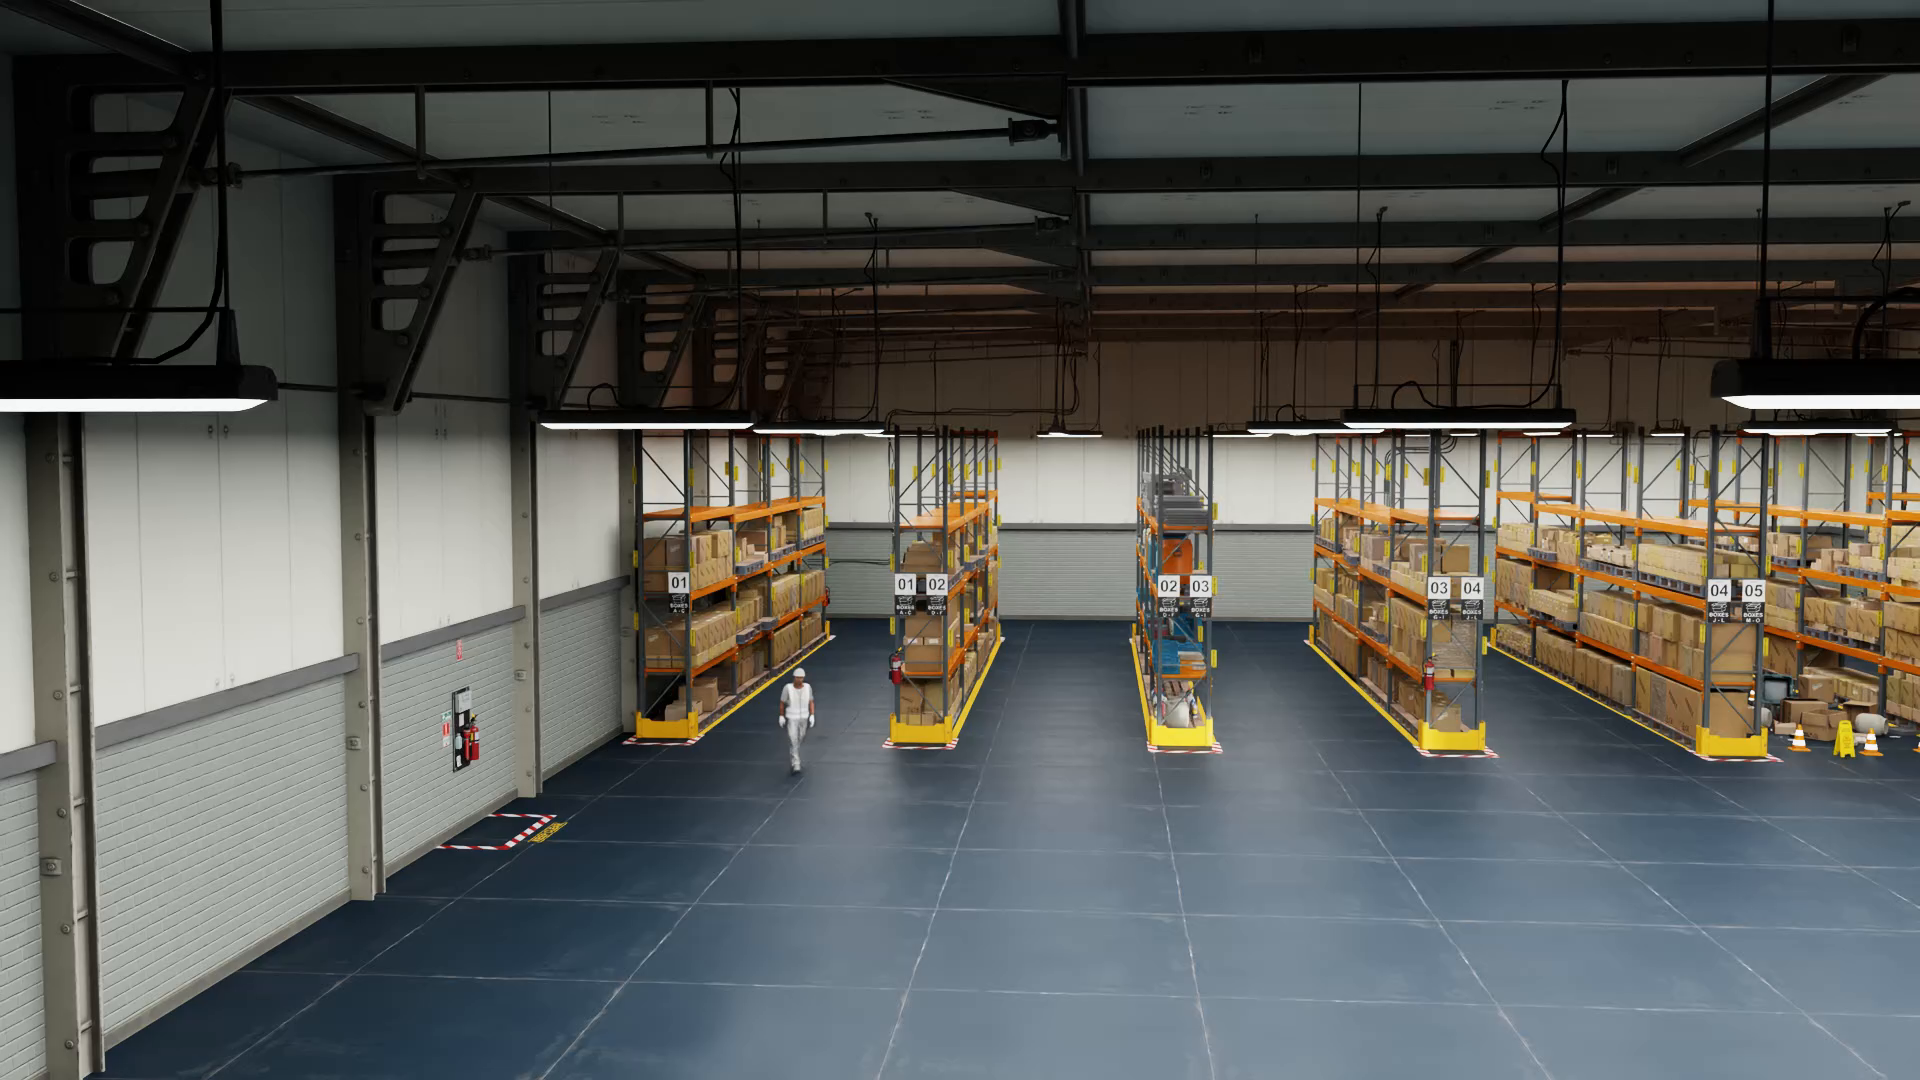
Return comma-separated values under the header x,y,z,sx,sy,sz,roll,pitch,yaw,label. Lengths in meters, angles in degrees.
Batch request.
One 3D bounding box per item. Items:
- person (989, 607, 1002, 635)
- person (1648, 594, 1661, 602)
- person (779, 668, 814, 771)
x,y,z,sx,sy,sz,roll,pitch,yaw,label
0.850,1.907,48.600,0.717,1.781,0.602,1,4,19,person
18.453,2.168,44.258,0.553,1.721,1.082,-2,4,-30,person
-2.804,3.087,28.898,0.574,1.725,0.993,-2,4,-30,person
